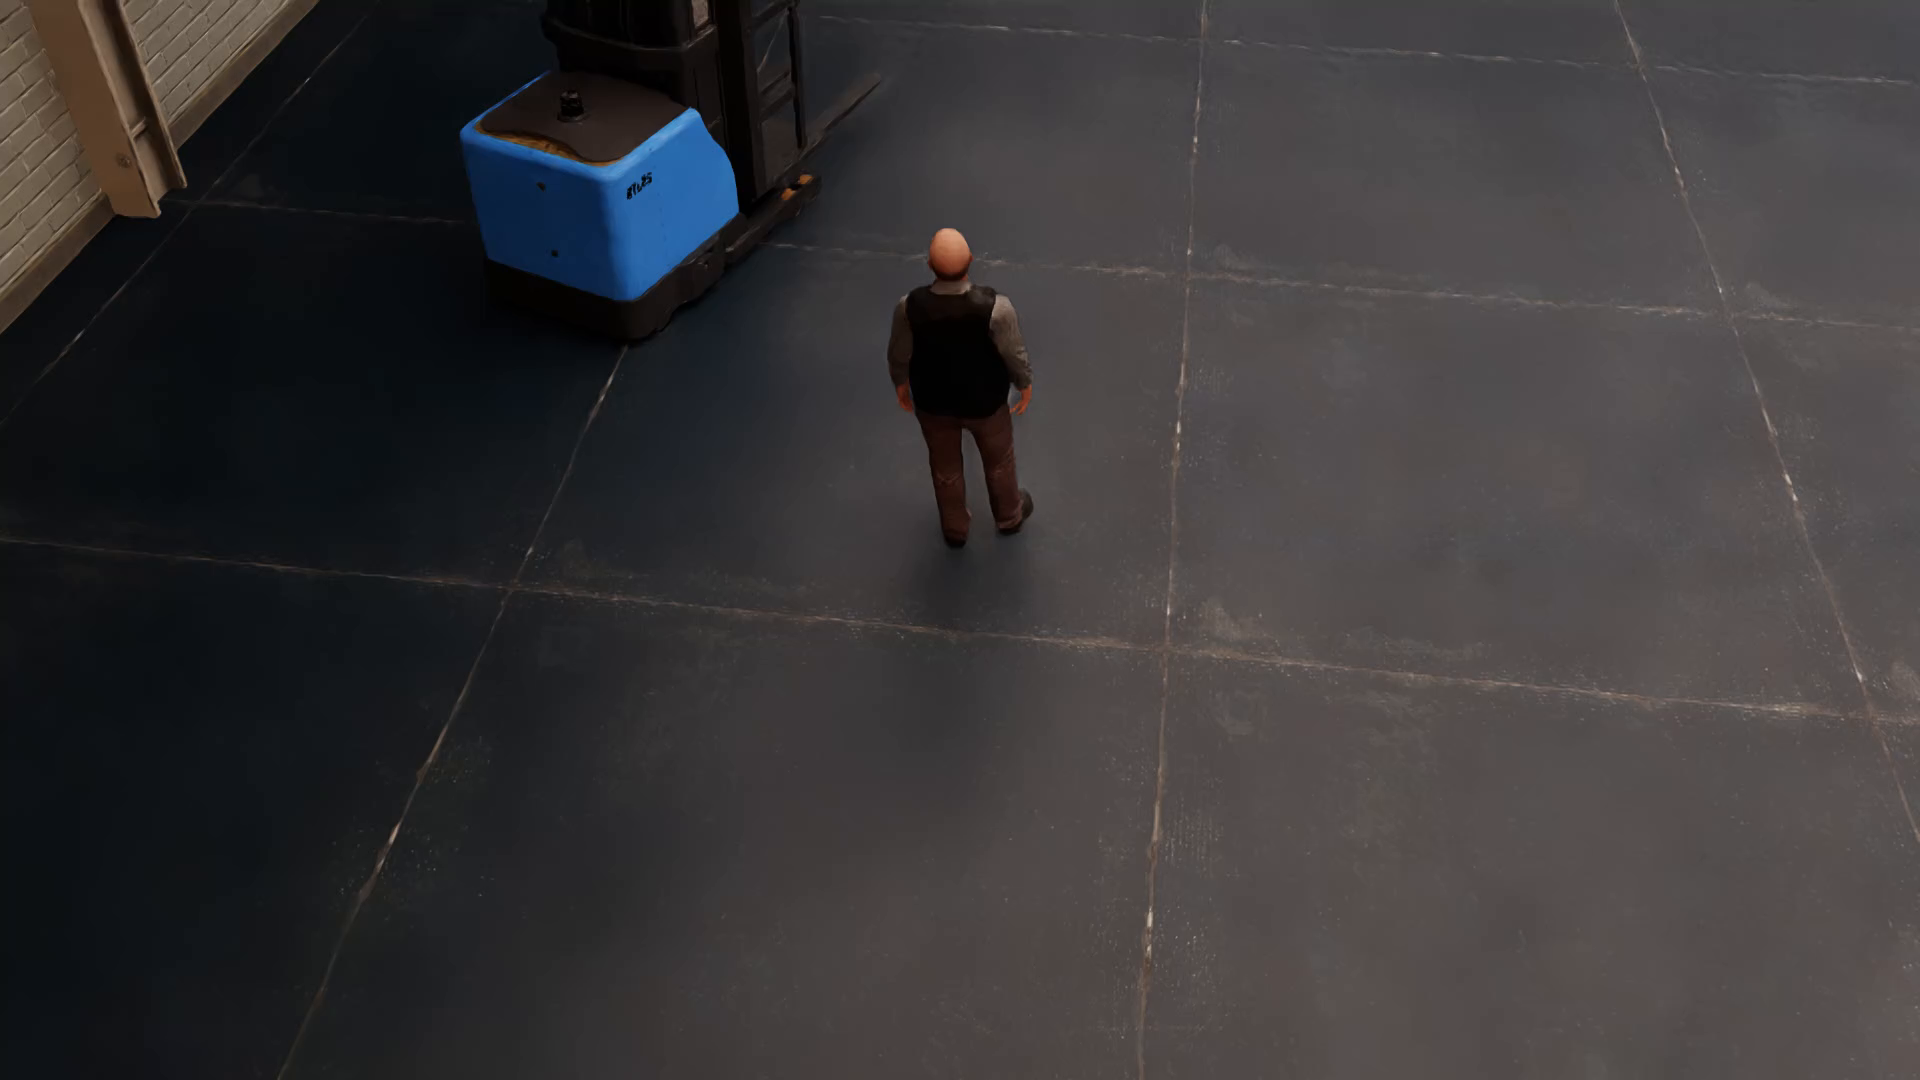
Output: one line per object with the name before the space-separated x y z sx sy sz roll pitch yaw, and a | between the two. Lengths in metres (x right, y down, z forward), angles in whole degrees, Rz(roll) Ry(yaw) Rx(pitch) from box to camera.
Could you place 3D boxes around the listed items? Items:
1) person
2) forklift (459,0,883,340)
person | 0.016 -0.680 7.349 0.632 1.720 0.567 5 43 6
forklift | -1.499 -3.151 9.154 1.130 2.935 3.031 19 46 20
